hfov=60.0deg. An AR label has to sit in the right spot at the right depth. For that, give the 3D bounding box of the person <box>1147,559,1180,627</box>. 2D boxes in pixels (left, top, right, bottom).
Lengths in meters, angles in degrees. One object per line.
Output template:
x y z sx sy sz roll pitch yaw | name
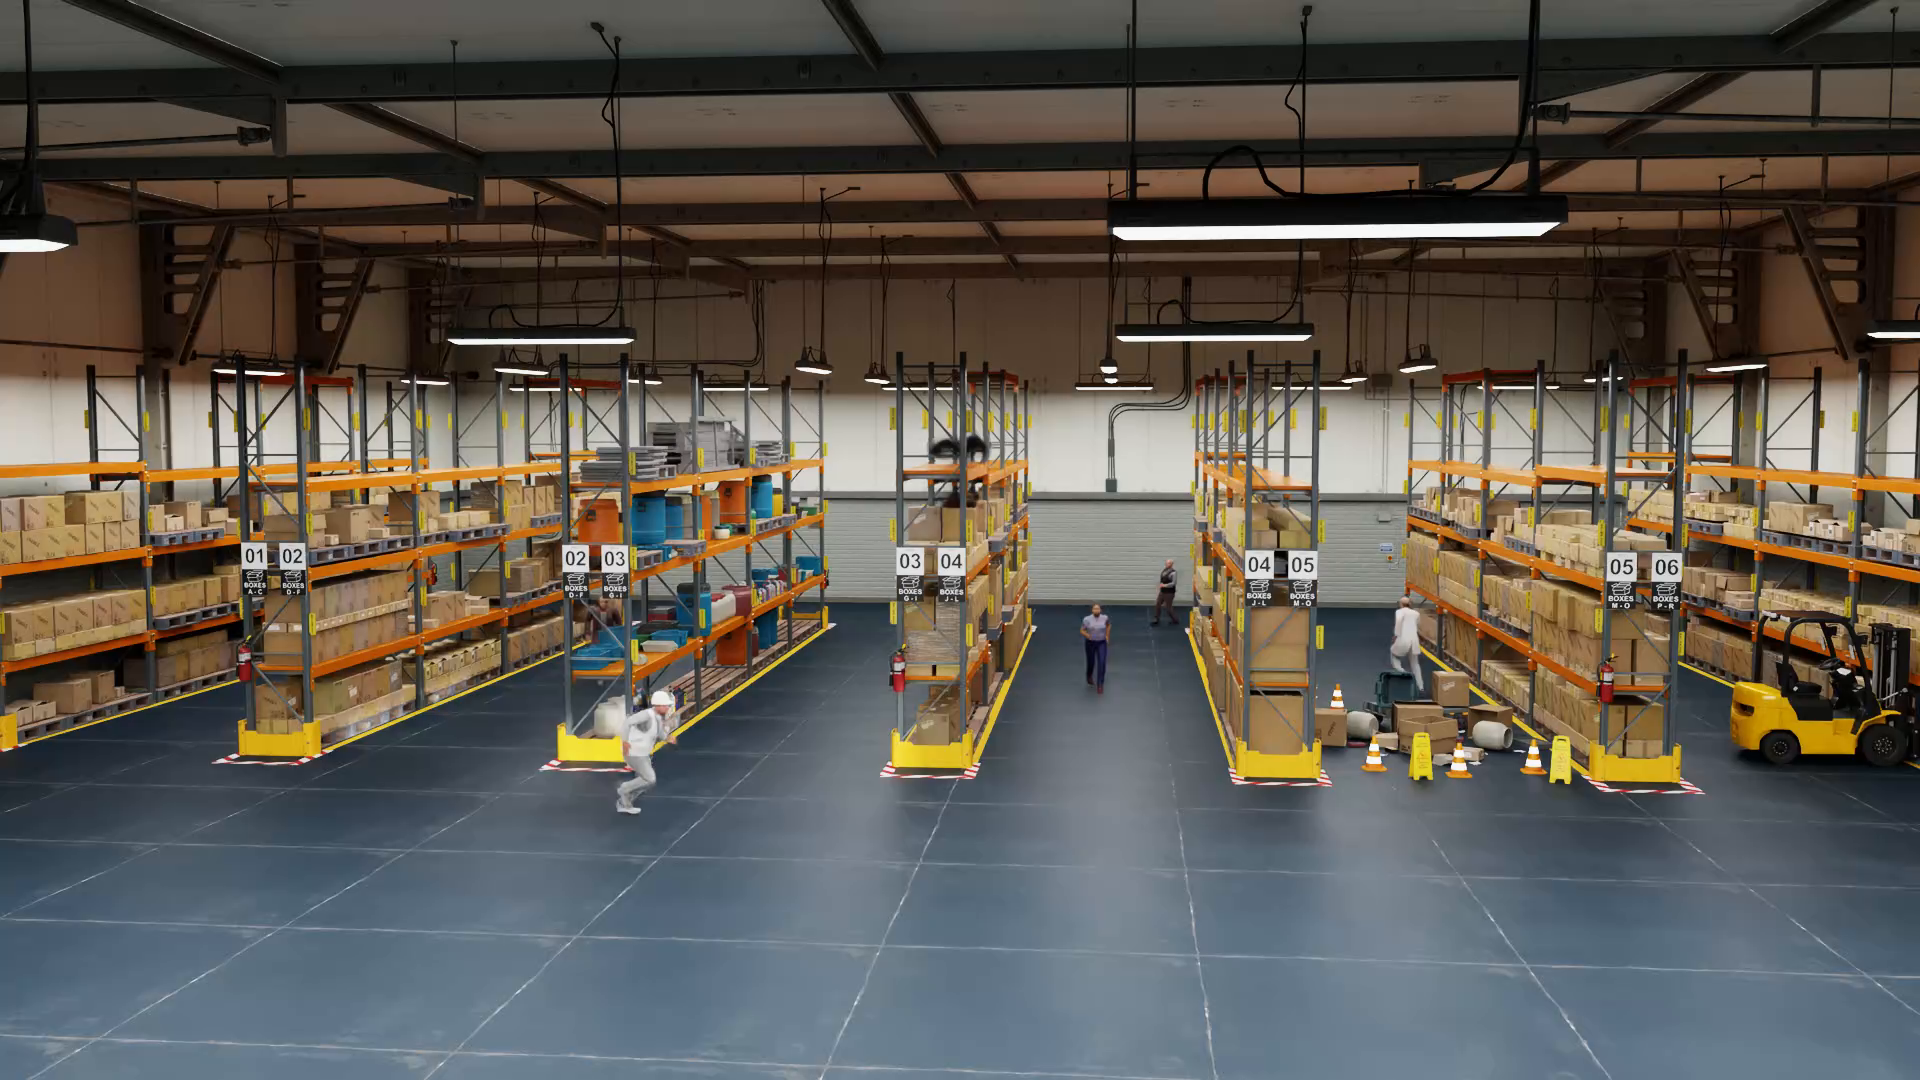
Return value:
5.043 1.294 40.484 0.741 1.704 0.779 -2 4 -21 | person

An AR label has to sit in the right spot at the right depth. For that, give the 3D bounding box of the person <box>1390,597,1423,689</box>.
8.371 1.943 31.151 0.695 1.714 1.029 -1 4 -13 | person

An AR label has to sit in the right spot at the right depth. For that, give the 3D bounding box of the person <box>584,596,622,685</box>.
-6.816 1.897 31.757 0.718 1.712 0.707 -1 4 -12 | person

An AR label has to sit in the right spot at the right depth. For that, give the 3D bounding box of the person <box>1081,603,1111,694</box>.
2.533 1.983 31.054 0.576 1.658 0.931 0 4 0 | person

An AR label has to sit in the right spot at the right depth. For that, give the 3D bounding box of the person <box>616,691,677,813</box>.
-4.012 2.707 21.074 0.833 1.602 0.691 1 4 18 | person
